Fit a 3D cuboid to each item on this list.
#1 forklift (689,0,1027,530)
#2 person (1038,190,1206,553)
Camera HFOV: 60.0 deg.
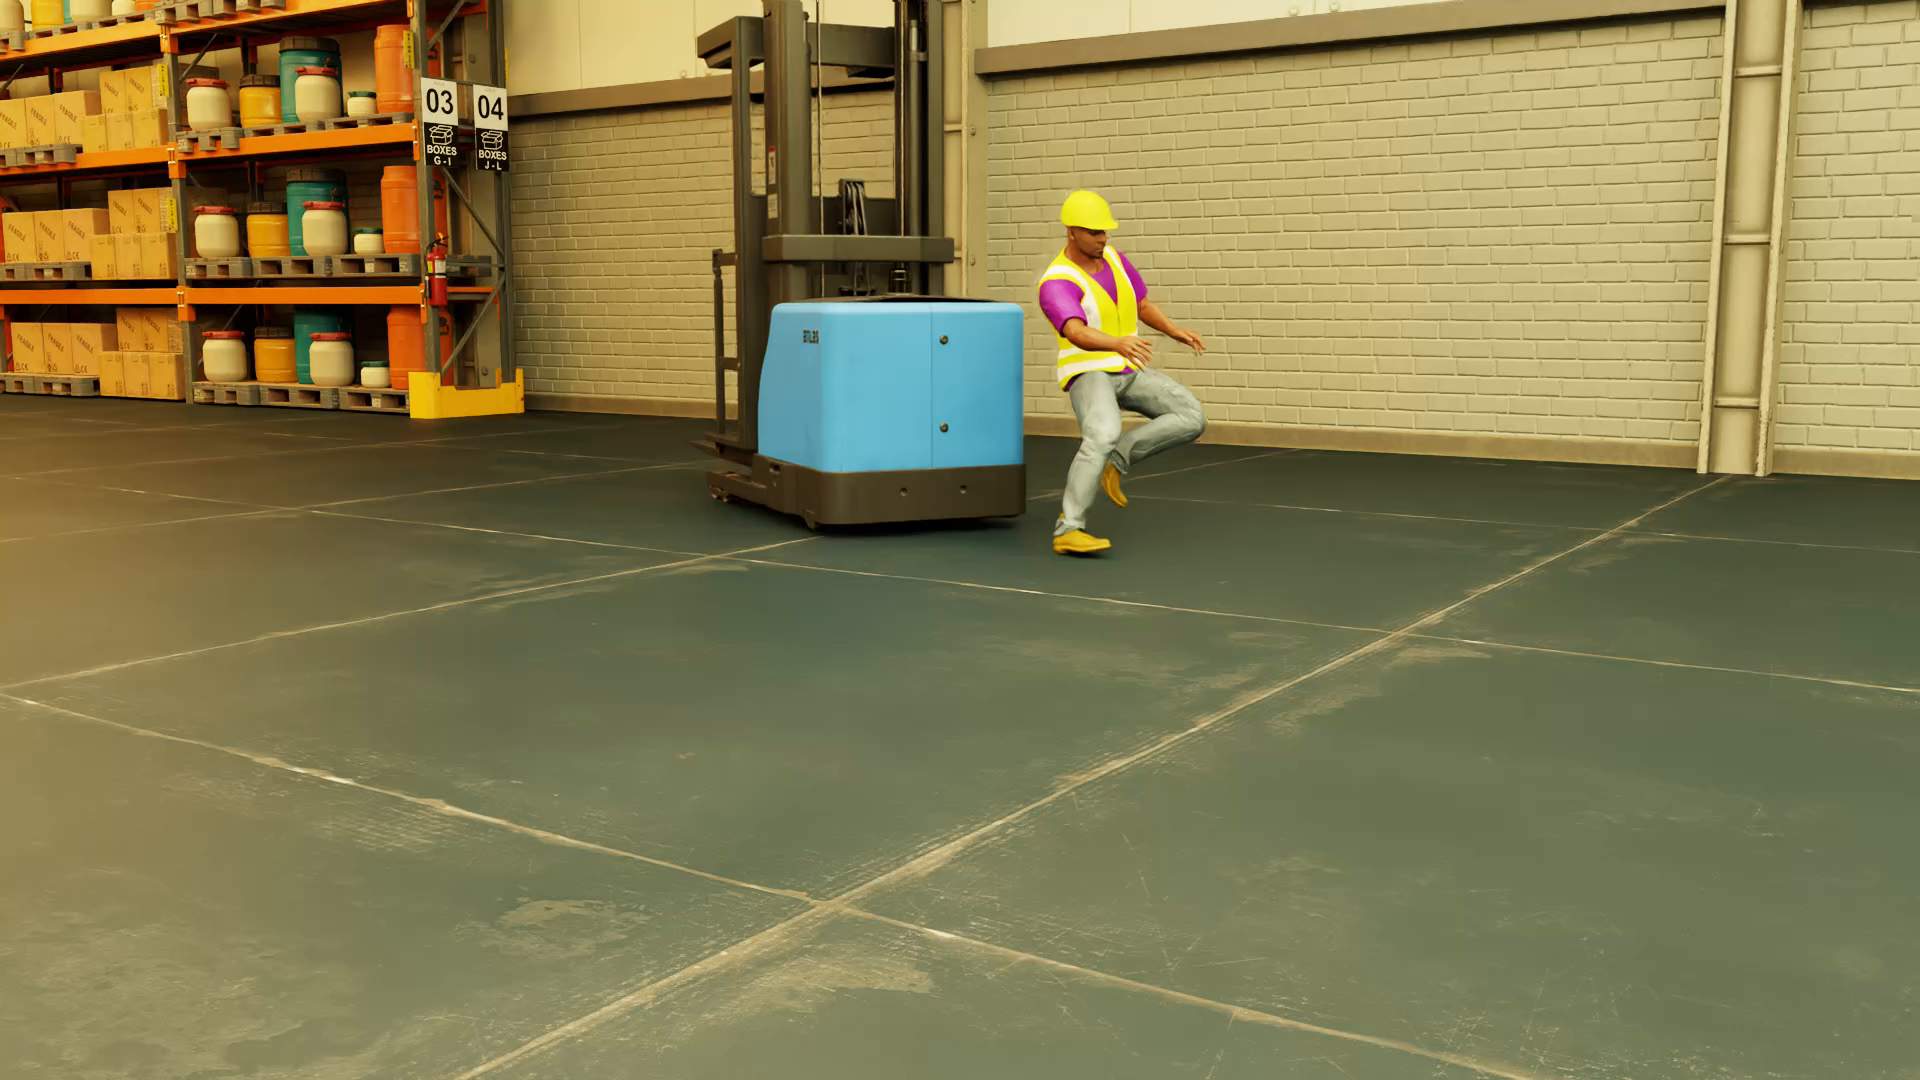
[{"bbox_3d":[-0.749,-1.669,8.929,1.130,2.935,3.031,-4,9,-24],"label":"forklift"},{"bbox_3d":[0.727,-0.751,7.345,0.836,1.572,0.808,-7,11,-42],"label":"person"}]
